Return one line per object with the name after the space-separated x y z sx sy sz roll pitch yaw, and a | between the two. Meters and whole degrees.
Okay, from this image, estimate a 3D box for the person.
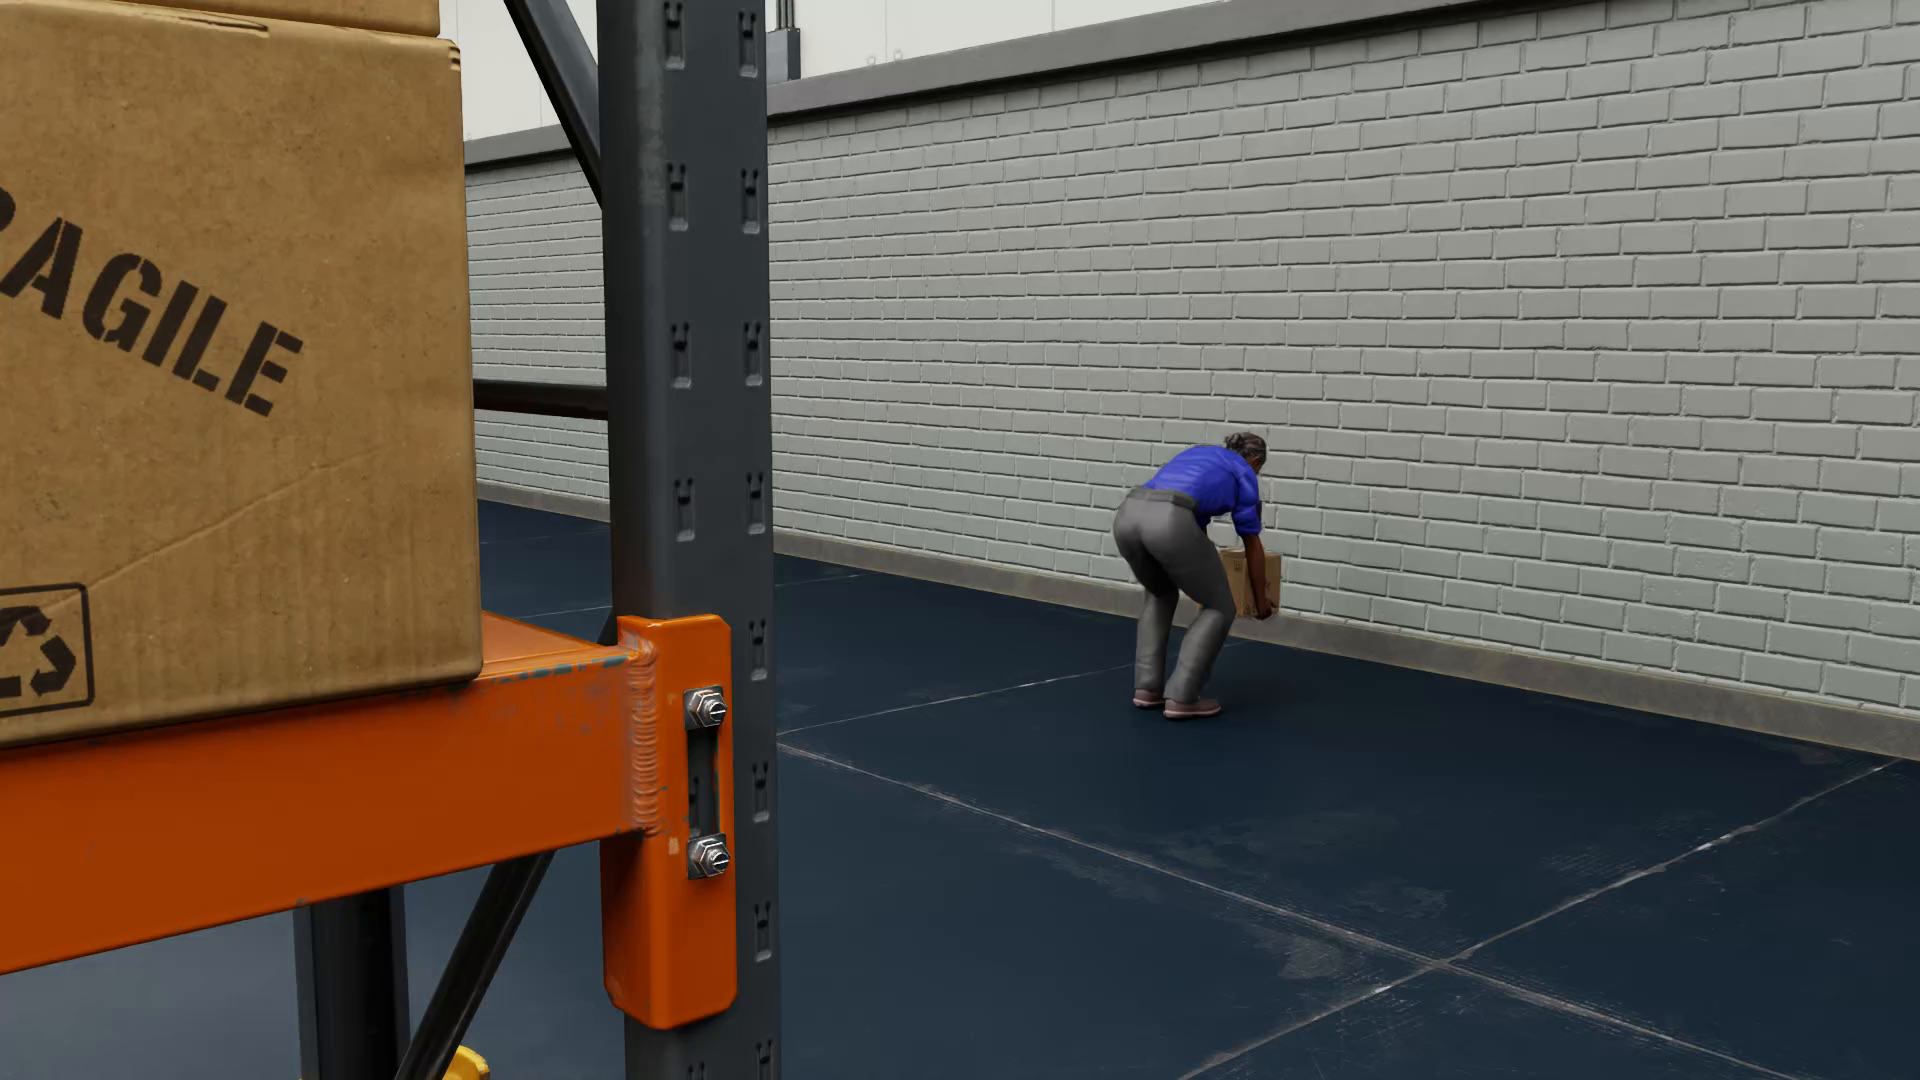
0.991 0.131 6.868 0.846 1.126 0.437 -7 10 -43 | person
